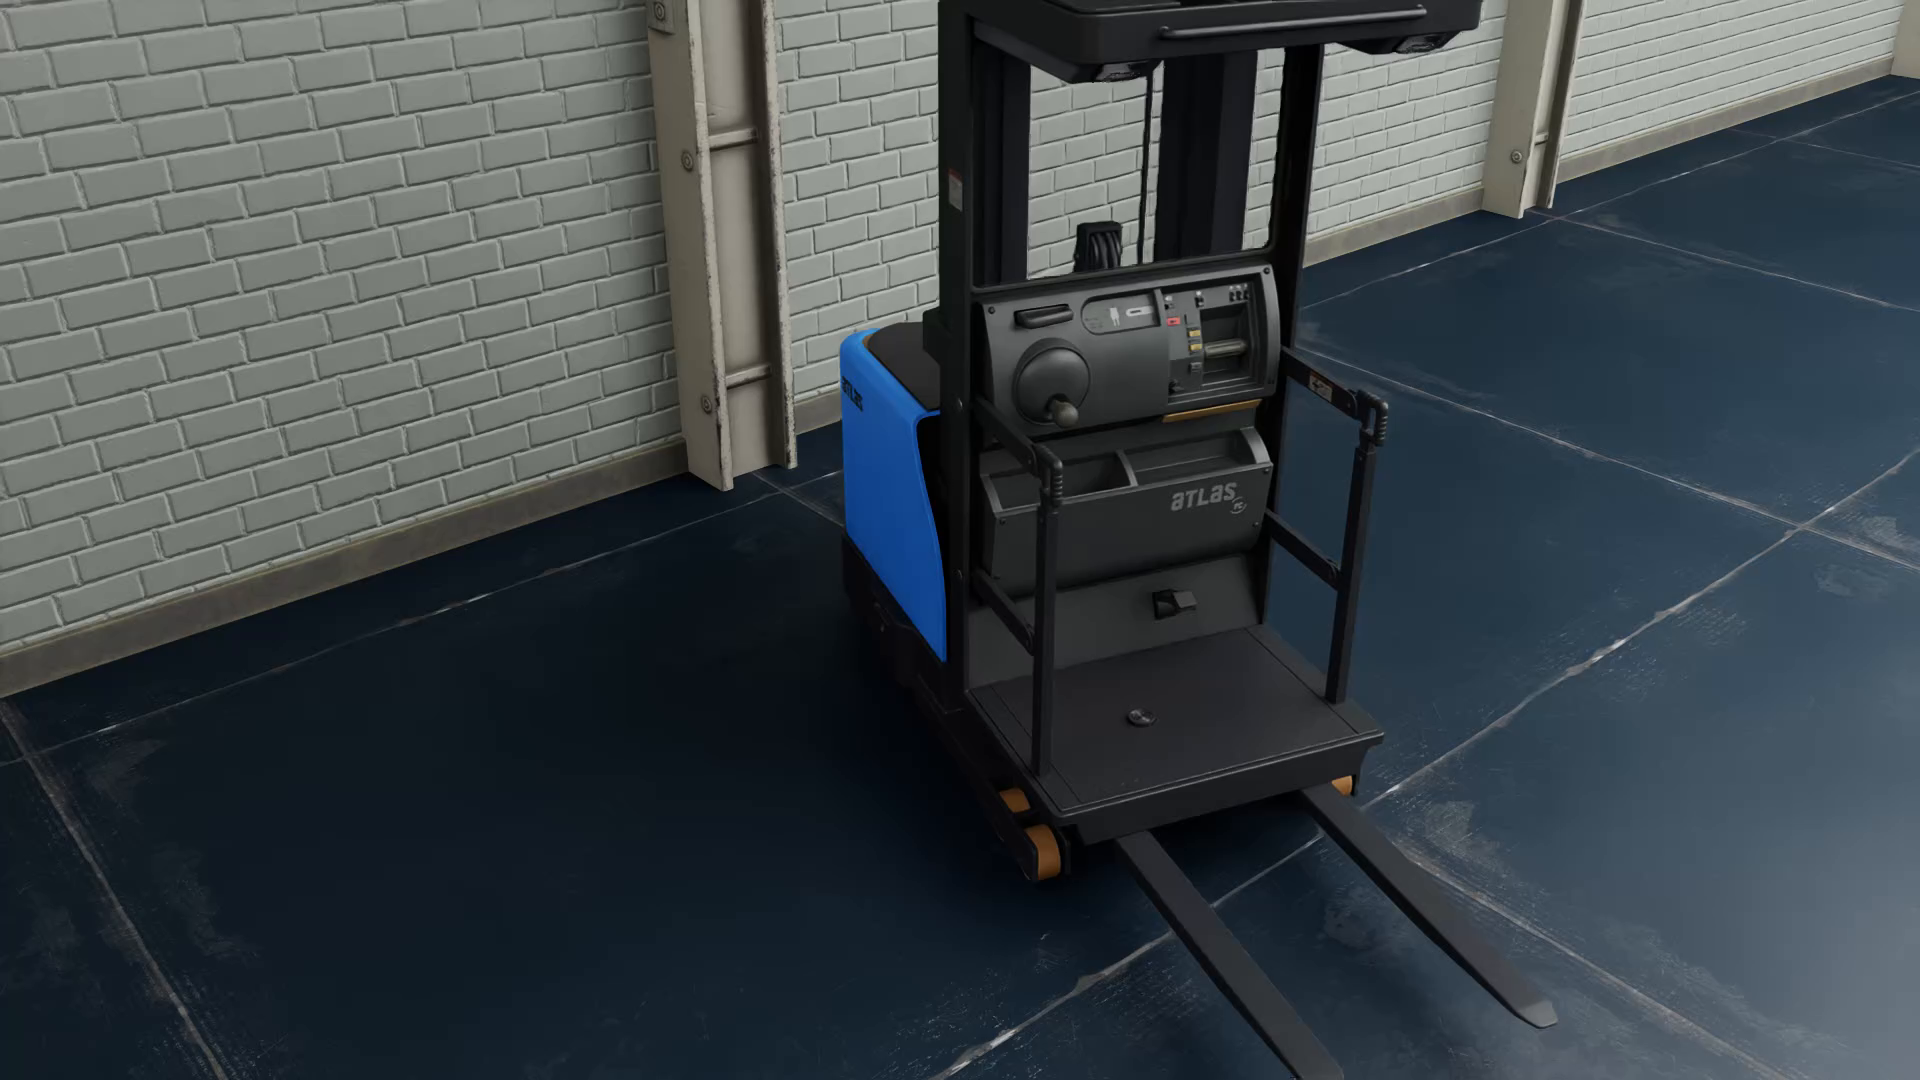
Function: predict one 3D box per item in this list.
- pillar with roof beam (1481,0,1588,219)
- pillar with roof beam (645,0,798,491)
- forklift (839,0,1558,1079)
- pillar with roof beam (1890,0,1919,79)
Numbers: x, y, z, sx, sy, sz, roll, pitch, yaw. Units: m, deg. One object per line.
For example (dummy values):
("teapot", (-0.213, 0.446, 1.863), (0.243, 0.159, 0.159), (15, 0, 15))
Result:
("pillar with roof beam", (6.393, -4.584, 5.779), (0.400, 9.000, 9.100), (-22, 35, -35))
("pillar with roof beam", (1.828, -2.748, 2.345), (0.400, 9.000, 9.100), (-22, 35, -35))
("forklift", (0.586, -0.518, 4.610), (1.130, 2.935, 3.031), (-11, 30, -19))
("pillar with roof beam", (10.957, -6.419, 9.214), (0.400, 9.000, 9.100), (-22, 35, -35))
